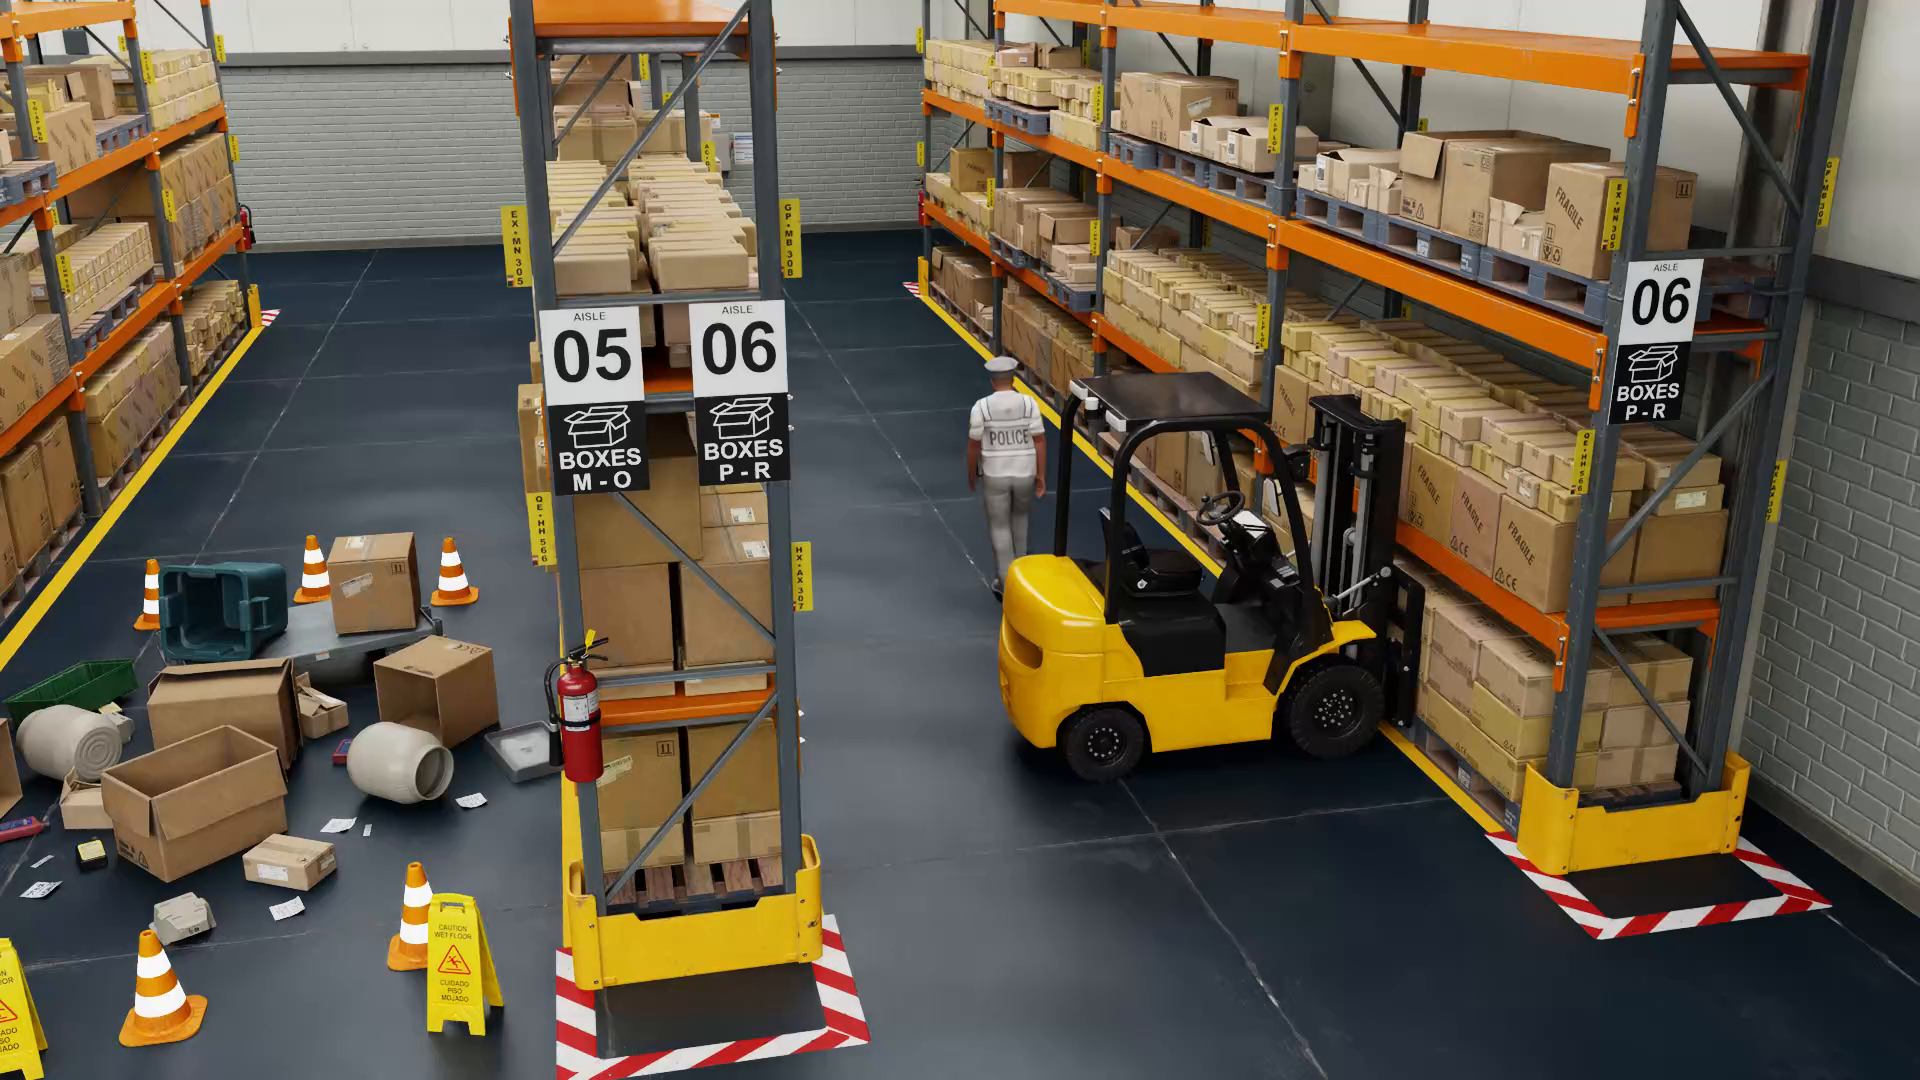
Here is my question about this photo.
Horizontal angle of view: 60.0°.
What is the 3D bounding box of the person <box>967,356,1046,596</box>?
[{"bbox_3d":[0.351,-0.432,12.369,0.559,1.823,0.708,-5,20,-13],"label":"person"}]
